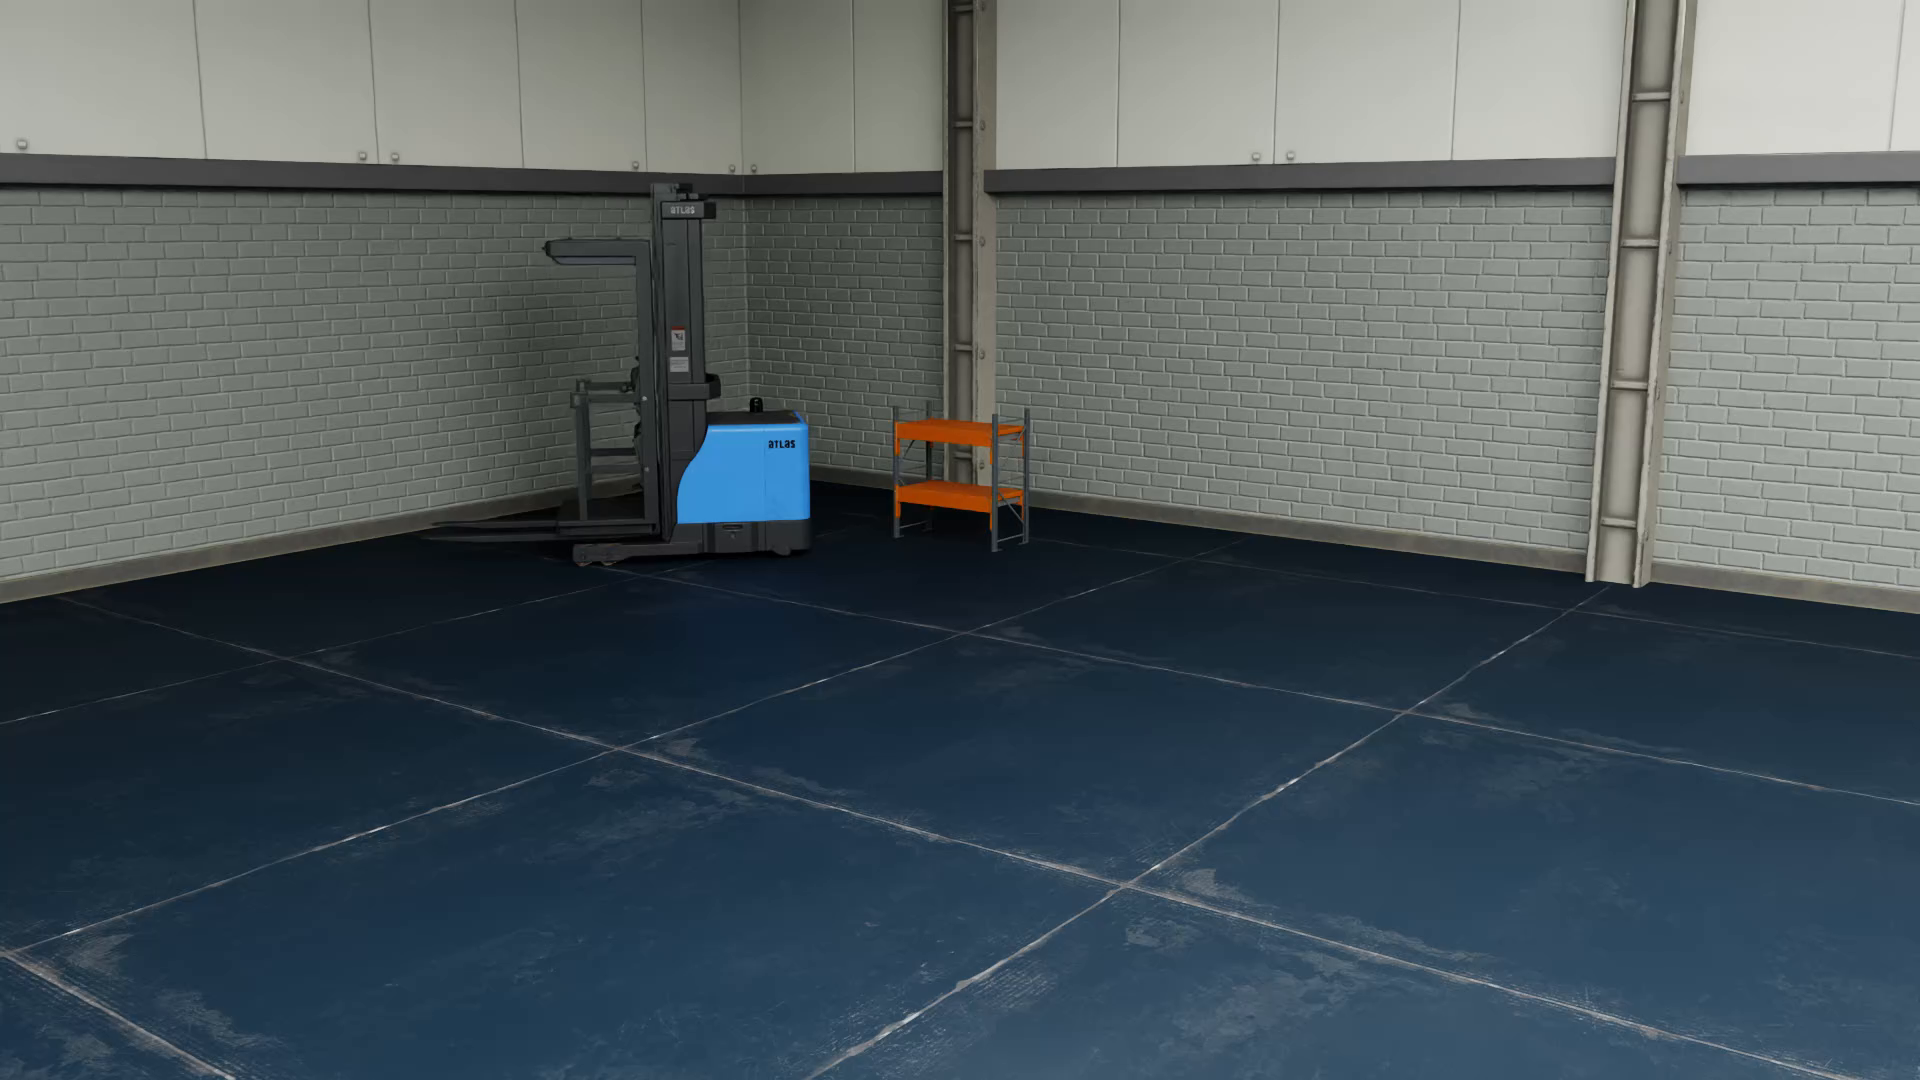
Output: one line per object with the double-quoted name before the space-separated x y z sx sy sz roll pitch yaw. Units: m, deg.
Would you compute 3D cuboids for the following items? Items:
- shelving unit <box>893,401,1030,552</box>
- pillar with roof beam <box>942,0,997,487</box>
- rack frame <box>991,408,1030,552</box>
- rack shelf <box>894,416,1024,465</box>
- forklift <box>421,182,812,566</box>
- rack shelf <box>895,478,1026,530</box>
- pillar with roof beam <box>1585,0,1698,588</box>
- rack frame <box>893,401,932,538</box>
"shelving unit" 0.005 -0.552 13.919 1.048 1.125 0.538 8 13 36
"pillar with roof beam" -2.461 -4.127 11.669 0.400 9.000 9.100 8 13 36
"rack frame" 0.415 -0.494 13.624 0.032 1.125 0.500 8 13 36
"rack shelf" 0.005 -0.839 13.863 1.000 0.278 0.538 8 13 36
"forklift" -2.753 -1.343 13.256 3.031 2.935 1.130 -2 11 -10
"rack shelf" 0.005 -0.311 13.965 1.000 0.278 0.538 8 13 36
"pillar with roof beam" 2.375 -3.452 8.182 0.400 9.000 9.100 8 13 36
"rack frame" -0.404 -0.609 14.214 0.032 1.125 0.500 8 13 36
